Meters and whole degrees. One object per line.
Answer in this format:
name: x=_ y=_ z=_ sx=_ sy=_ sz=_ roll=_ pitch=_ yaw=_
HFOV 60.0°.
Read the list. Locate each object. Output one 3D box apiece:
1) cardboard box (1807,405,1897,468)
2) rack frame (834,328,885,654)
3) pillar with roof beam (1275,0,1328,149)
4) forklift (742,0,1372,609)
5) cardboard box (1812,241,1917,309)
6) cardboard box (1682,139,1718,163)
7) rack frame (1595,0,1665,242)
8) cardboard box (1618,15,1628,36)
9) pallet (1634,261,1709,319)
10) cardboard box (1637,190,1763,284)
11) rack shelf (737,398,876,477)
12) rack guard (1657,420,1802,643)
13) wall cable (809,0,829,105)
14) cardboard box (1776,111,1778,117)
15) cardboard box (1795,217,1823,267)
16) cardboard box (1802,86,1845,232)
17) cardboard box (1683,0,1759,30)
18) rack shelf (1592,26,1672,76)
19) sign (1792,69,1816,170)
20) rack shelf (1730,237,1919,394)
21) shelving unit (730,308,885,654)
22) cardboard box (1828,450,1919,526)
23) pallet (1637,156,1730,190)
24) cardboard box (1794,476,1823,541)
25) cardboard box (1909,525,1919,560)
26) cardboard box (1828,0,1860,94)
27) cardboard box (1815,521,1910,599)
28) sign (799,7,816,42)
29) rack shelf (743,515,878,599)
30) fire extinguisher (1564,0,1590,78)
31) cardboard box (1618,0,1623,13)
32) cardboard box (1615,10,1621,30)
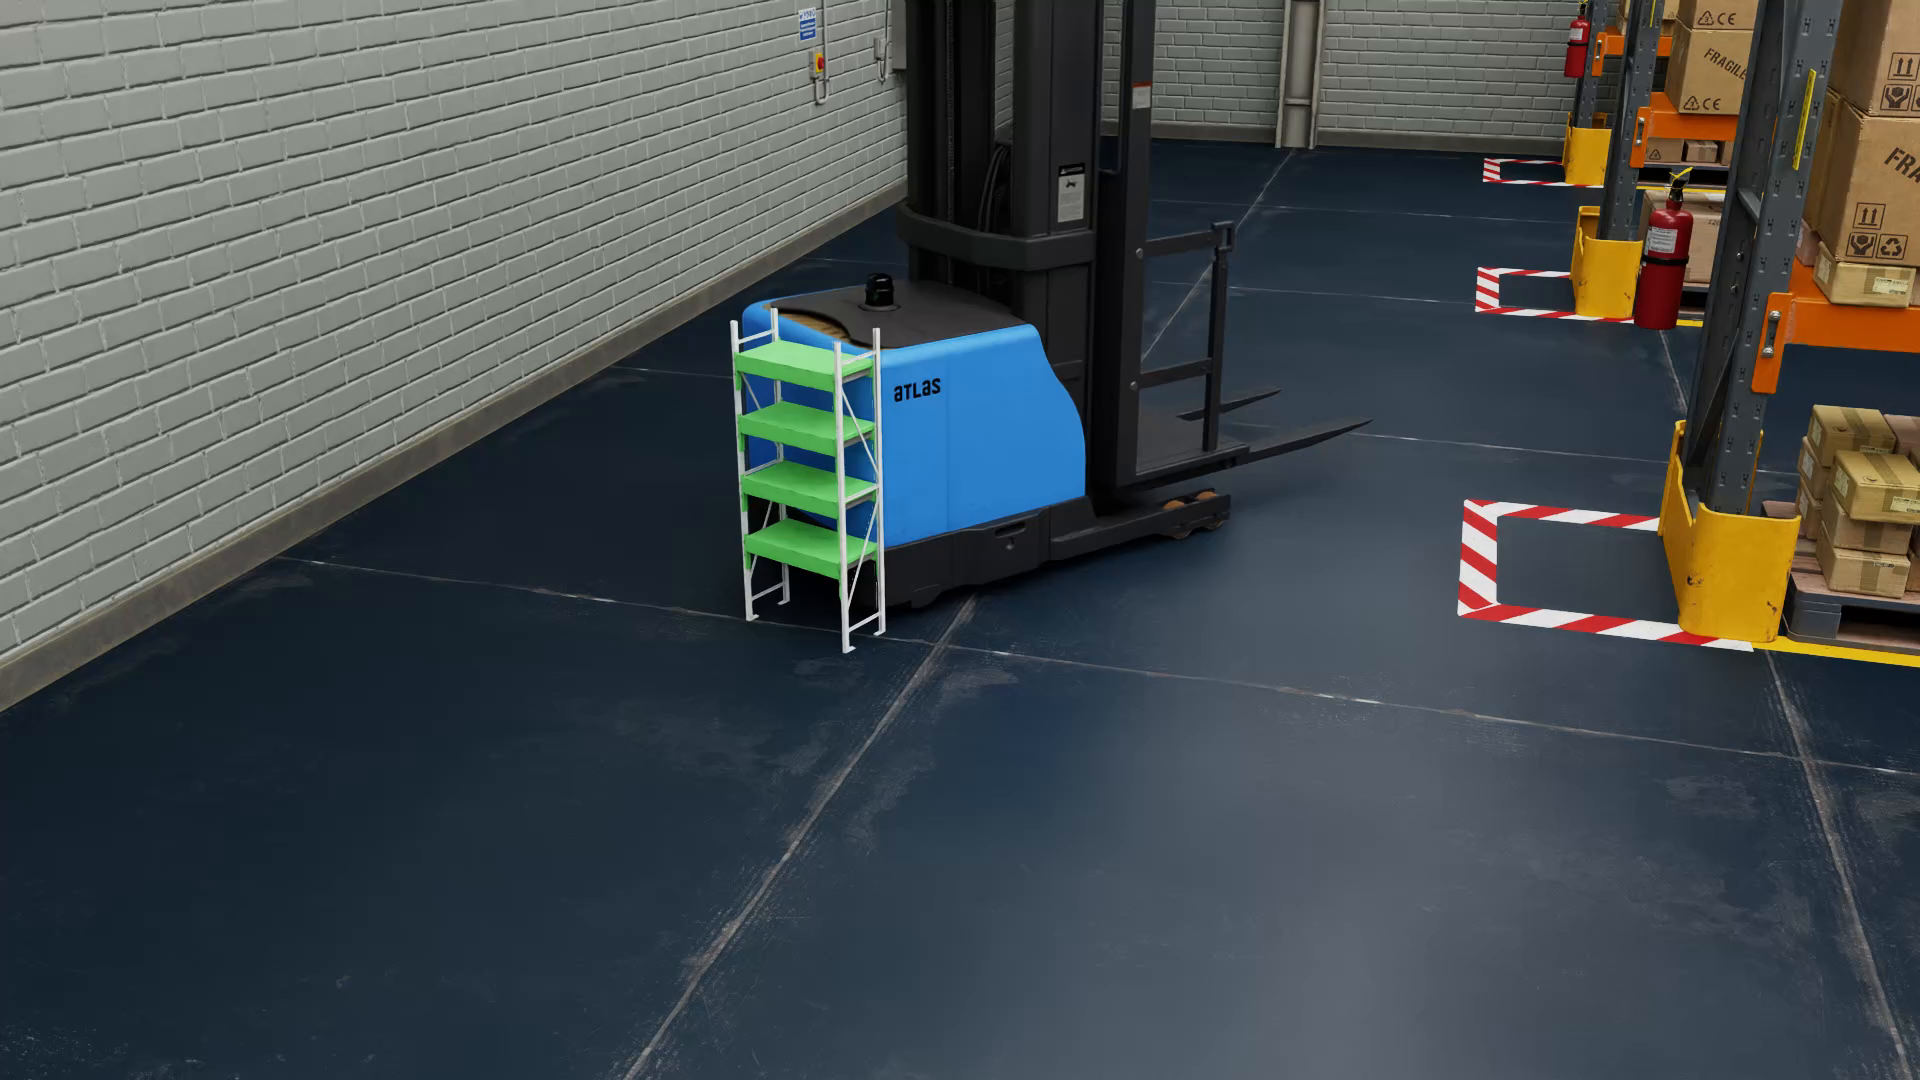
cardboard box: x=3.613 y=-0.414 z=6.745 sx=0.250 sy=0.149 sz=0.380 roll=7 pitch=23 yaw=16
rack frame: x=-0.364 y=-0.167 z=6.097 sx=0.015 sy=1.200 sz=0.240 roll=15 pitch=27 yaw=33
pillar with roof beam: x=2.231 y=-6.677 z=11.690 sx=0.400 sy=9.000 sz=9.100 roll=7 pitch=23 yaw=16
forklift: x=0.589 y=-1.508 z=7.085 sx=3.031 sy=2.935 sz=1.130 roll=-15 pitch=27 yaw=-33
cardboard box: x=3.248 y=-0.958 z=5.984 sx=0.250 sy=0.149 sz=0.380 roll=6 pitch=23 yaw=15
cardboard box: x=6.750 y=-3.556 z=15.189 sx=0.250 sy=0.149 sz=0.380 roll=6 pitch=23 yaw=13
rack frame: x=4.366 y=-3.039 z=10.725 sx=0.127 sy=3.000 sz=1.000 roll=7 pitch=23 yaw=16
cardboard box: x=6.031 y=-4.590 z=14.840 sx=0.250 sy=0.149 sz=0.380 roll=6 pitch=23 yaw=15
pallet: x=5.154 y=-1.689 z=11.110 sx=1.213 sy=0.211 sz=1.003 roll=7 pitch=23 yaw=16
cardboard box: x=5.026 y=-2.011 z=11.044 sx=0.875 sy=0.438 sz=0.875 roll=6 pitch=23 yaw=14
rack shelf: x=-0.562 y=-0.385 z=6.162 sx=0.480 sy=0.148 sz=0.258 roll=15 pitch=27 yaw=33
rack guard: x=3.105 y=-0.064 z=6.768 sx=0.348 sy=0.500 sz=1.175 roll=7 pitch=23 yaw=16
wall cable: x=-1.039 y=-4.133 z=12.013 sx=0.123 sy=1.953 sz=0.585 roll=7 pitch=23 yaw=16
cardboard box: x=5.235 y=-2.883 z=10.213 sx=0.500 sy=0.500 sz=0.500 roll=6 pitch=23 yaw=15
cardboard box: x=3.426 y=-1.180 z=6.525 sx=0.250 sy=0.149 sz=0.380 roll=7 pitch=23 yaw=16
cardboard box: x=3.537 y=-1.457 z=6.346 sx=0.500 sy=0.500 sz=0.500 roll=7 pitch=23 yaw=17
cardboard box: x=4.743 y=-3.391 z=10.136 sx=0.500 sy=0.500 sz=0.500 roll=6 pitch=23 yaw=14
rack shelf: x=7.711 y=-4.290 z=14.725 sx=4.000 sy=0.370 sz=1.077 roll=7 pitch=23 yaw=16
sign: x=2.876 y=-1.432 z=5.669 sx=0.005 sy=0.325 sz=0.100 roll=7 pitch=23 yaw=16
rack shelf: x=4.947 y=-0.677 z=5.916 sx=4.000 sy=0.370 sz=1.077 roll=7 pitch=23 yaw=16
shelving unit: x=-0.562 y=-0.222 z=6.229 sx=0.503 sy=1.200 sz=0.258 roll=15 pitch=27 yaw=33
cardboard box: x=3.436 y=-0.199 z=6.221 sx=0.250 sy=0.149 sz=0.380 roll=5 pitch=23 yaw=13
pallet: x=6.632 y=-3.457 z=15.420 sx=1.213 sy=0.211 sz=1.003 roll=7 pitch=23 yaw=16
cardboard box: x=3.597 y=-0.122 z=6.819 sx=0.250 sy=0.149 sz=0.380 roll=7 pitch=23 yaw=16
cardboard box: x=3.706 y=-0.041 z=6.228 sx=0.250 sy=0.149 sz=0.380 roll=6 pitch=23 yaw=15
cardboard box: x=3.543 y=-1.916 z=6.147 sx=0.500 sy=0.500 sz=0.500 roll=6 pitch=23 yaw=14
cardboard box: x=3.442 y=0.069 z=6.351 sx=0.250 sy=0.149 sz=0.380 roll=7 pitch=23 yaw=17
sign: x=-1.112 y=-3.762 z=12.134 sx=0.001 sy=0.218 sz=0.327 roll=7 pitch=23 yaw=16
rack shelf: x=-0.562 y=0.060 z=6.345 sx=0.480 sy=0.148 sz=0.258 roll=15 pitch=27 yaw=33
fire extinguisher: x=5.522 y=-4.482 z=14.838 sx=0.183 sy=0.674 sz=0.296 roll=7 pitch=23 yaw=16
cardboard box: x=6.313 y=-4.957 z=15.207 sx=0.500 sy=0.250 sz=0.500 roll=7 pitch=23 yaw=17
cardboard box: x=6.191 y=-4.787 z=15.320 sx=0.250 sy=0.149 sz=0.380 roll=6 pitch=23 yaw=15
